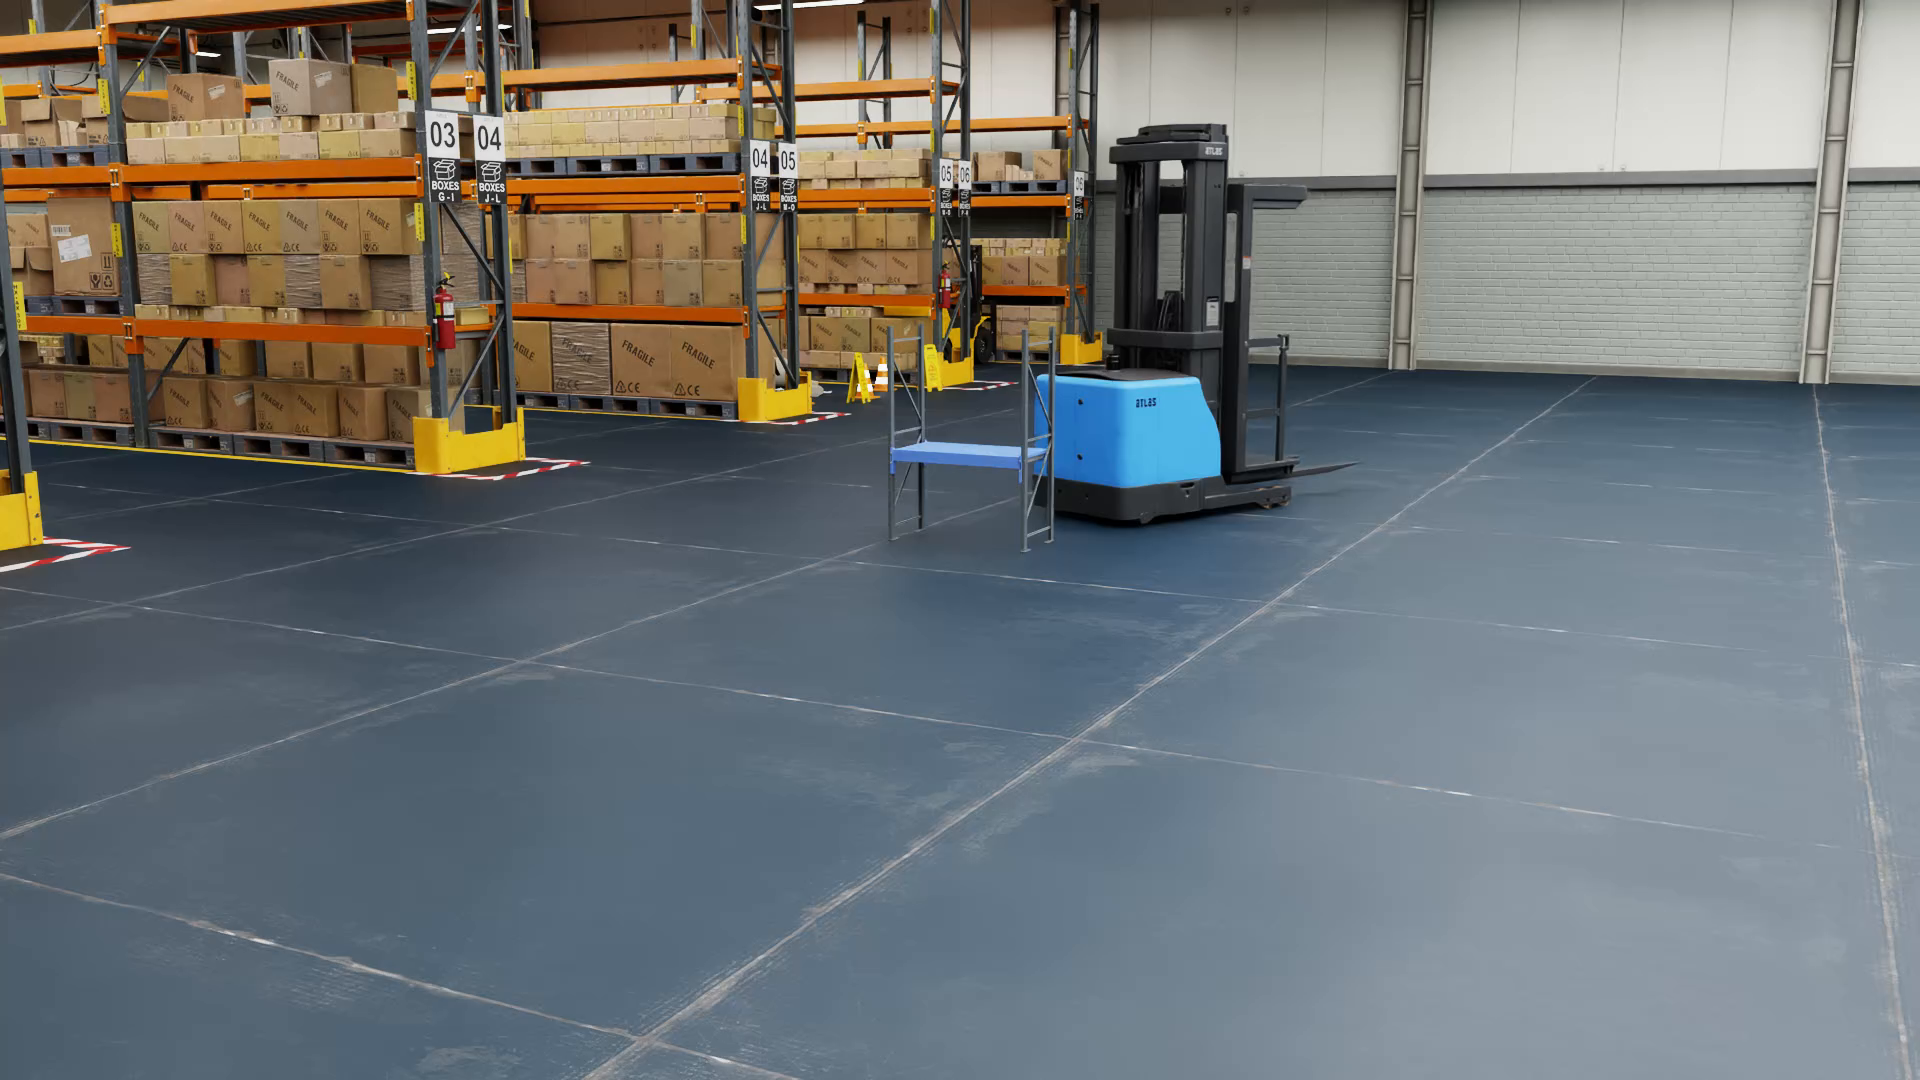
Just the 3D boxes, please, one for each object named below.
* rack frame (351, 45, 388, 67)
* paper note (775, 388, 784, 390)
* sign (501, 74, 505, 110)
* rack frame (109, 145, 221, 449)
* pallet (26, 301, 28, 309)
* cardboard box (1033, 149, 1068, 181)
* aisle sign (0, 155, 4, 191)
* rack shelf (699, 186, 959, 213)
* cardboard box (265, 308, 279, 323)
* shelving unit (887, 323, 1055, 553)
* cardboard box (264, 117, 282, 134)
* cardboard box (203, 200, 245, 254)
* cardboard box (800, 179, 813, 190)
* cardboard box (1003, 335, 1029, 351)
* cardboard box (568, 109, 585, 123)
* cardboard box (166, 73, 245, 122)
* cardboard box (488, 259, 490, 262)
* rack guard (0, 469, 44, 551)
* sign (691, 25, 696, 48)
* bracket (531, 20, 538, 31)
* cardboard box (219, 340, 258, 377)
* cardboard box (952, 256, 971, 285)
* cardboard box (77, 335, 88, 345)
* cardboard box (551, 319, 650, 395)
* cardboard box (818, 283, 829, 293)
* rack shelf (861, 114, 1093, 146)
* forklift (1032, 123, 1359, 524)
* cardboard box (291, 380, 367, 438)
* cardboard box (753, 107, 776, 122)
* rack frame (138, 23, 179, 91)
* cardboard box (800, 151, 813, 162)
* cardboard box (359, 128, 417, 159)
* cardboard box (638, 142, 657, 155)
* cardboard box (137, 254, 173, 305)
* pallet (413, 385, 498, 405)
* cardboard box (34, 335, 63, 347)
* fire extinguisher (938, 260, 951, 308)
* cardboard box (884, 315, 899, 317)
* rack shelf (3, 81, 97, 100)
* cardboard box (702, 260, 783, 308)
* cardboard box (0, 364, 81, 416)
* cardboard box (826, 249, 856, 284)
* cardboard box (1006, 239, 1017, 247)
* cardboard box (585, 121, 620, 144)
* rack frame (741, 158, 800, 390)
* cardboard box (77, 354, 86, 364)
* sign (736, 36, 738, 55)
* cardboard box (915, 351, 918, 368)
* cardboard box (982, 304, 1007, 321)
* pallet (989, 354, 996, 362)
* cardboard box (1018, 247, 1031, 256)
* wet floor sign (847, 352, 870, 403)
[{"bbox_3d":[-12.278,-8.758,34.851,0.127,3.000,1.000,5,11,26],"label":"rack frame"},{"bbox_3d":[-2.546,-2.133,23.460,0.148,0.019,0.142,-10,14,-43],"label":"paper note"},{"bbox_3d":[-4.267,-4.162,15.426,0.005,0.325,0.100,5,11,26],"label":"sign"},{"bbox_3d":[-8.094,-2.484,17.034,0.127,3.000,1.000,5,11,26],"label":"rack frame"},{"bbox_3d":[-10.995,-2.666,18.577,1.003,0.211,1.213,5,11,26],"label":"pallet"},{"bbox_3d":[1.566,-6.322,28.075,0.500,0.500,0.500,5,12,28],"label":"cardboard box"},{"bbox_3d":[-6.505,-2.698,10.917,0.004,0.787,0.394,5,11,26],"label":"aisle sign"},{"bbox_3d":[-1.916,-5.031,24.705,4.000,0.370,1.077,5,11,26],"label":"rack shelf"},{"bbox_3d":[-6.439,-2.167,15.987,0.250,0.149,0.380,5,11,26],"label":"cardboard box"},{"bbox_3d":[0.077,-0.731,11.560,1.048,1.500,0.538,5,11,26],"label":"shelving unit"},{"bbox_3d":[-6.283,-3.872,15.582,0.250,0.149,0.380,4,11,23],"label":"cardboard box"},{"bbox_3d":[-6.906,-3.017,16.055,0.500,0.500,0.500,5,11,26],"label":"cardboard box"},{"bbox_3d":[-2.154,-5.234,24.509,0.250,0.149,0.380,5,11,26],"label":"cardboard box"},{"bbox_3d":[1.068,-3.426,28.778,0.500,0.250,0.500,5,11,26],"label":"cardboard box"},{"bbox_3d":[-4.491,-5.086,19.994,0.250,0.149,0.380,5,11,26],"label":"cardboard box"},{"bbox_3d":[-7.578,-4.407,16.716,0.500,0.500,0.500,5,11,24],"label":"cardboard box"},{"bbox_3d":[-6.257,-3.848,21.480,0.500,0.500,0.700,5,11,25],"label":"cardboard box"},{"bbox_3d":[-6.788,-0.147,11.136,0.348,0.500,1.175,5,11,26],"label":"rack guard"},{"bbox_3d":[-3.950,-7.468,24.655,0.005,0.325,0.100,5,11,26],"label":"sign"},{"bbox_3d":[-8.701,-10.323,33.394,0.430,0.232,0.235,5,11,26],"label":"bracket"},{"bbox_3d":[-10.102,-2.570,23.350,0.500,0.500,0.500,5,11,26],"label":"cardboard box"},{"bbox_3d":[0.137,-4.711,29.059,0.500,0.500,0.500,5,11,26],"label":"cardboard box"},{"bbox_3d":[-13.201,-3.056,25.347,0.250,0.149,0.380,6,12,28],"label":"cardboard box"},{"bbox_3d":[-4.466,-2.298,20.794,0.875,0.875,0.875,5,11,26],"label":"cardboard box"},{"bbox_3d":[-1.915,-3.747,24.717,0.250,0.149,0.380,5,11,26],"label":"cardboard box"},{"bbox_3d":[0.277,-7.104,28.856,4.000,0.370,1.077,5,11,26],"label":"rack shelf"},{"bbox_3d":[2.010,-1.751,13.177,3.031,2.935,1.130,-8,13,-39],"label":"forklift"},{"bbox_3d":[-6.164,-1.292,16.284,0.500,0.500,0.500,6,12,31],"label":"cardboard box"},{"bbox_3d":[-2.380,-5.031,19.690,0.250,0.149,0.380,5,11,26],"label":"cardboard box"},{"bbox_3d":[-14.471,-7.965,30.470,0.127,3.000,1.000,5,11,26],"label":"rack frame"},{"bbox_3d":[-2.141,-5.626,24.434,0.250,0.149,0.380,5,12,27],"label":"cardboard box"},{"bbox_3d":[-5.052,-3.569,15.025,0.500,0.250,0.500,5,12,27],"label":"cardboard box"},{"bbox_3d":[-3.583,-4.614,19.623,0.250,0.149,0.380,5,11,25],"label":"cardboard box"},{"bbox_3d":[-7.718,-2.635,16.748,0.500,0.500,0.875,5,11,26],"label":"cardboard box"},{"bbox_3d":[-6.534,-1.945,21.885,1.213,0.211,1.003,5,11,26],"label":"pallet"},{"bbox_3d":[-13.664,-2.996,25.015,0.250,0.149,0.380,5,11,27],"label":"cardboard box"},{"bbox_3d":[-0.224,-3.631,23.588,0.183,0.674,0.296,5,11,26],"label":"fire extinguisher"},{"bbox_3d":[-1.216,-3.124,25.007,0.500,0.500,0.500,5,11,24],"label":"cardboard box"},{"bbox_3d":[-14.777,-6.653,25.251,4.000,0.370,1.077,5,11,26],"label":"rack shelf"},{"bbox_3d":[-2.575,-3.049,19.734,0.550,0.550,0.875,5,11,26],"label":"cardboard box"},{"bbox_3d":[-10.057,-1.651,18.214,0.500,0.500,0.700,6,12,31],"label":"cardboard box"},{"bbox_3d":[-1.625,-4.026,24.438,0.500,0.500,0.500,5,11,26],"label":"cardboard box"},{"bbox_3d":[0.984,-5.116,28.640,0.250,0.149,0.380,5,11,26],"label":"cardboard box"},{"bbox_3d":[-4.134,-4.871,19.923,0.500,0.250,0.500,5,11,26],"label":"cardboard box"},{"bbox_3d":[-2.222,-2.953,19.625,0.127,3.000,1.000,5,11,26],"label":"rack frame"},{"bbox_3d":[-13.406,-2.804,25.625,0.250,0.149,0.380,5,12,27],"label":"cardboard box"},{"bbox_3d":[-3.453,-7.603,25.625,0.005,0.325,0.100,5,11,26],"label":"sign"},{"bbox_3d":[-0.723,-2.713,24.840,0.500,0.250,0.500,5,11,25],"label":"cardboard box"},{"bbox_3d":[0.602,-3.954,28.891,0.500,0.250,0.500,5,11,27],"label":"cardboard box"},{"bbox_3d":[0.276,-3.323,29.496,1.213,0.211,1.003,5,11,26],"label":"pallet"},{"bbox_3d":[1.188,-4.941,28.509,0.250,0.149,0.380,5,12,27],"label":"cardboard box"},{"bbox_3d":[-1.320,-2.109,21.570,0.232,0.644,0.267,3,11,16],"label":"wet floor sign"}]
